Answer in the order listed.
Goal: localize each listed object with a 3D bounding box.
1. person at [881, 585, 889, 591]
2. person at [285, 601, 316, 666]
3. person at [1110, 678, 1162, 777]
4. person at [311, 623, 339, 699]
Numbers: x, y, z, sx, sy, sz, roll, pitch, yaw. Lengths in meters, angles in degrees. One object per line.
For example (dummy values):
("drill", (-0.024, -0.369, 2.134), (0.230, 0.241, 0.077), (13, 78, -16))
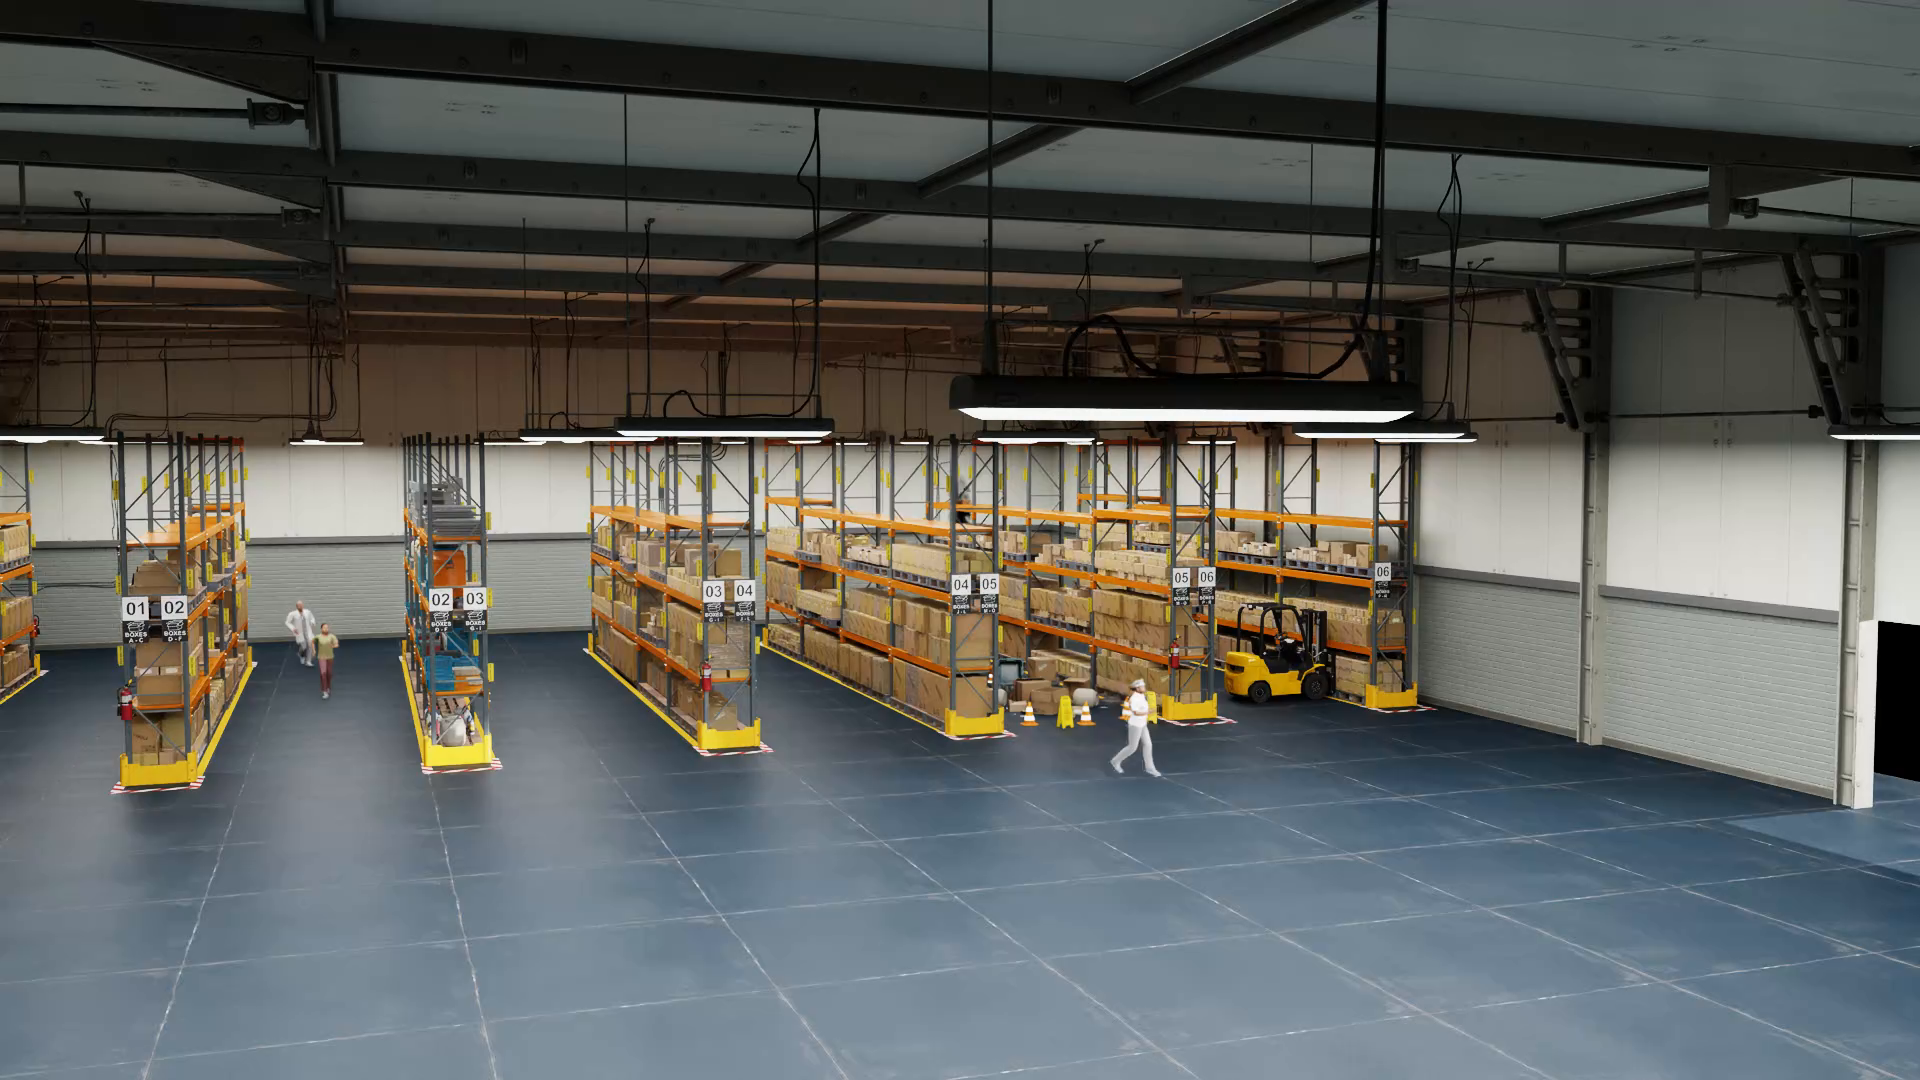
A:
("person", (-2.398, 2.047, 50.814), (0.797, 1.781, 0.667), (-1, 3, -16))
("person", (-17.173, 2.455, 43.429), (0.729, 1.718, 0.667), (-3, 4, -42))
("person", (3.068, 3.247, 28.944), (0.900, 1.702, 0.604), (1, 3, 22))
("person", (-14.586, 2.746, 38.250), (0.561, 1.693, 0.904), (-2, 4, -31))
